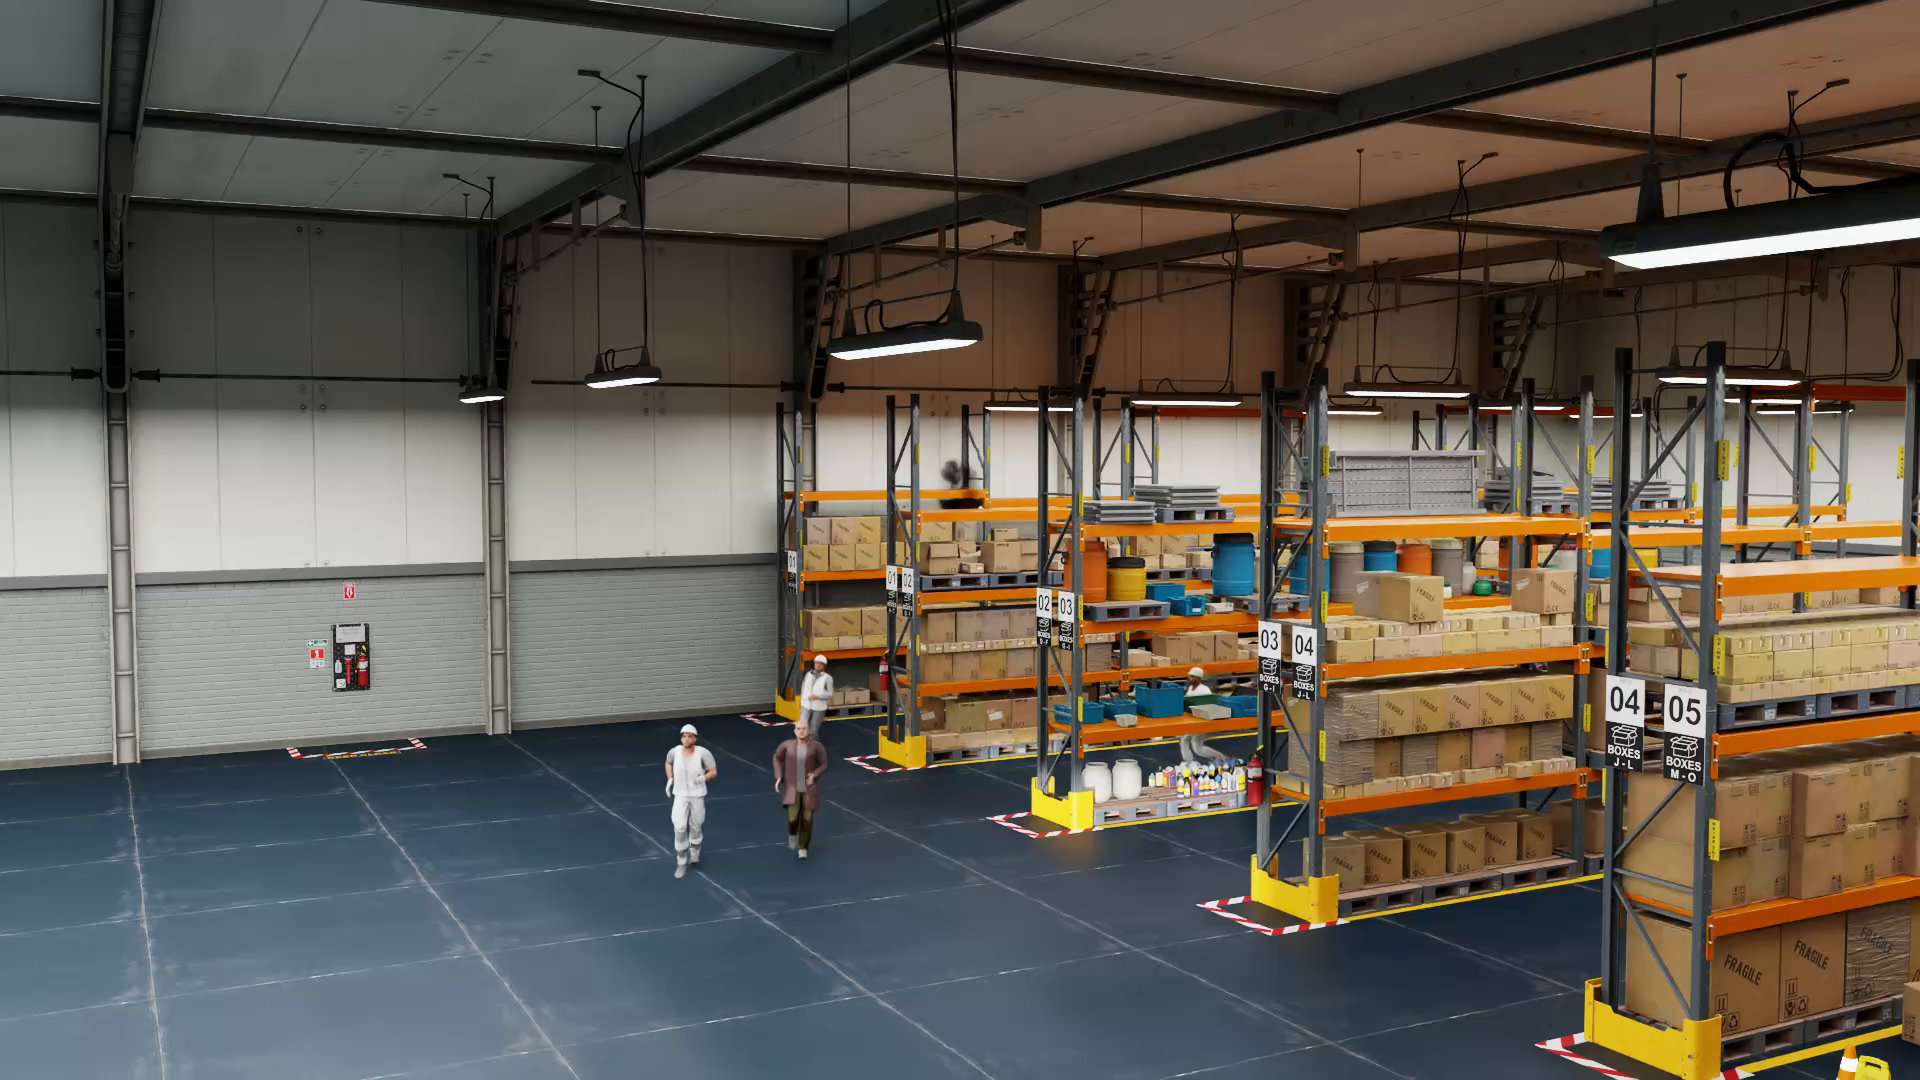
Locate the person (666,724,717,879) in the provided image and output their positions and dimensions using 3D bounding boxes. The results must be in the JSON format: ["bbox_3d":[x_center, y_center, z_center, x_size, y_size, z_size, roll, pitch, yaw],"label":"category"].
[{"bbox_3d":[-3.258,3.142,20.127,0.636,1.844,0.787,0,3,-5],"label":"person"}]

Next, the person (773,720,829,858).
[{"bbox_3d":[-1.991,3.120,20.787,0.704,1.732,0.628,0,3,-5],"label":"person"}]

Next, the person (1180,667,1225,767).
[{"bbox_3d":[3.725,2.842,25.816,0.820,1.752,0.717,-1,4,-24],"label":"person"}]

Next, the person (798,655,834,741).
[{"bbox_3d":[-2.364,2.747,27.135,0.643,1.755,0.740,1,3,12],"label":"person"}]
